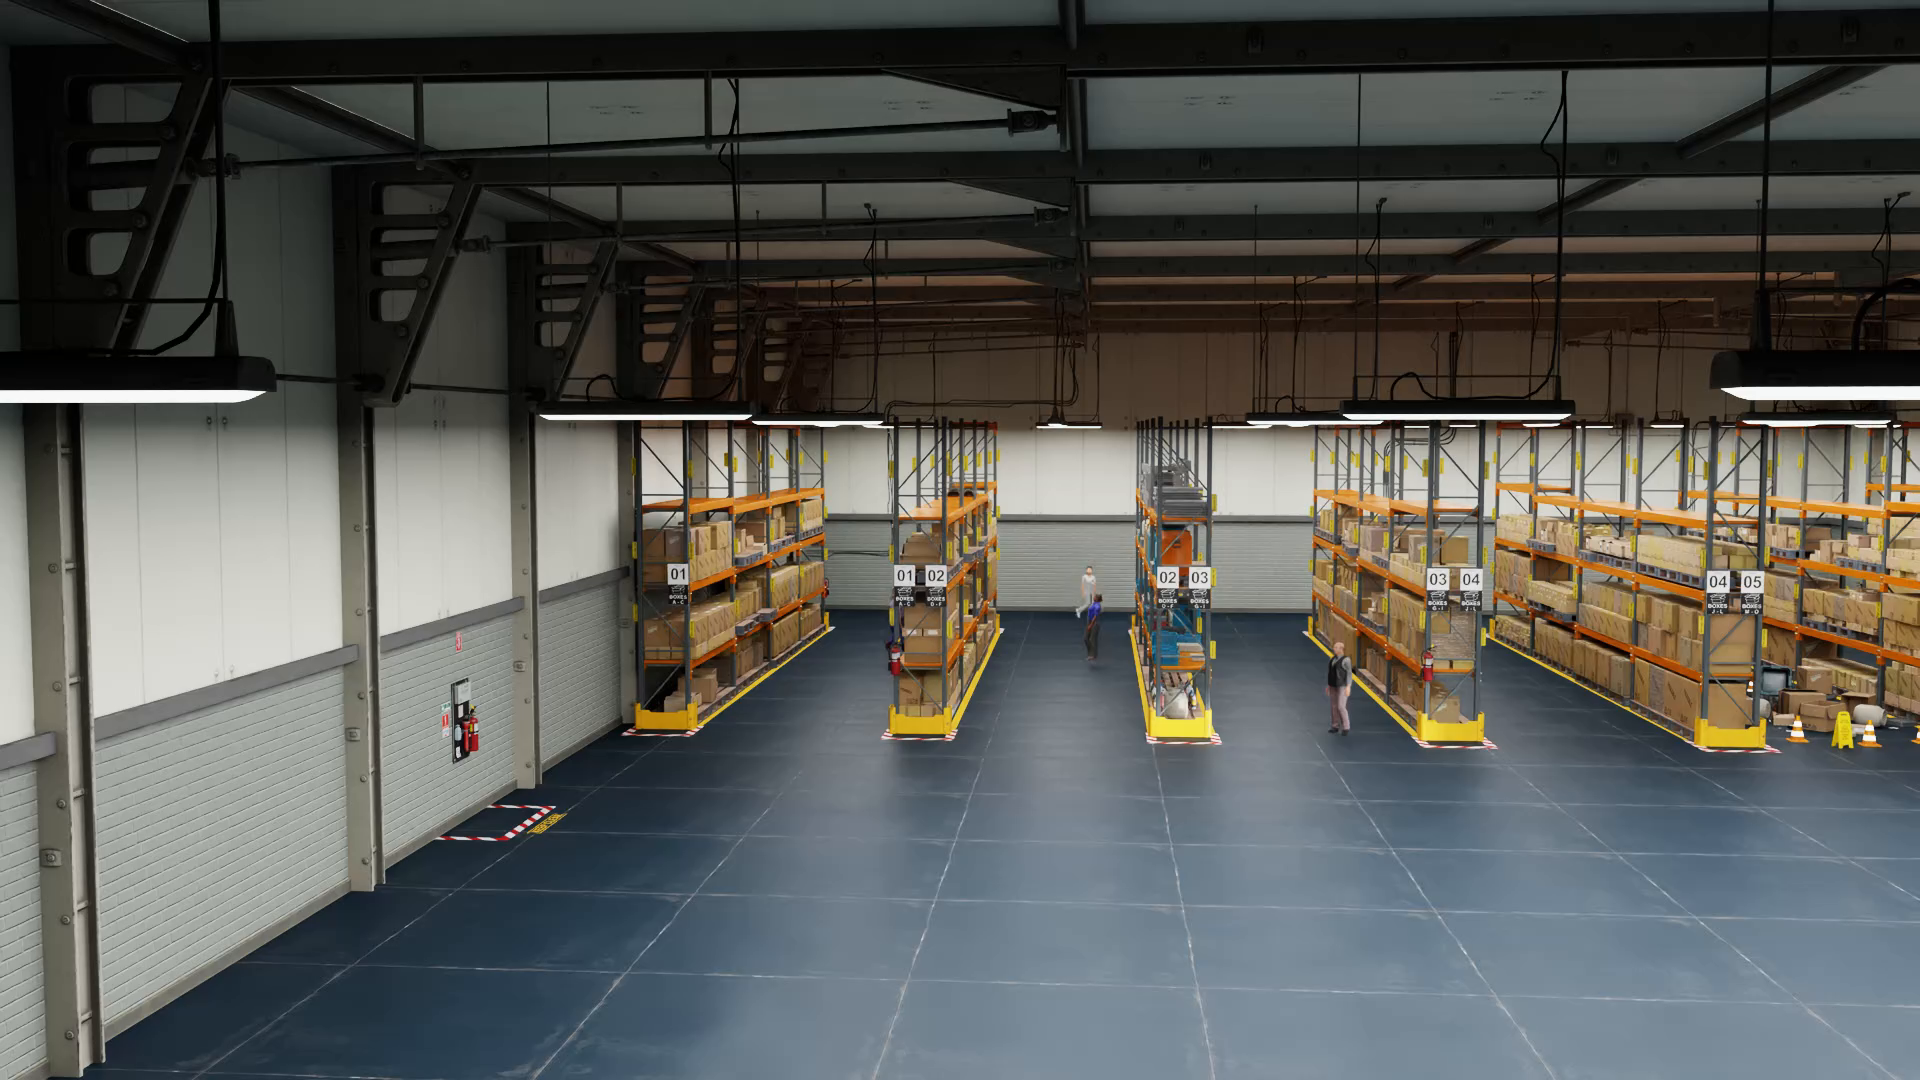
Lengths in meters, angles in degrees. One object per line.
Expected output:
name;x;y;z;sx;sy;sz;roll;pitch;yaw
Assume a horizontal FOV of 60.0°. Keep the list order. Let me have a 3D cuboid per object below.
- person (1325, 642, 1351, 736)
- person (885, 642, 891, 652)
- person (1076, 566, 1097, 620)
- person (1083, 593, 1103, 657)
person;7.154;2.818;31.473;0.368;1.762;0.557;-2;4;-27
person;-1.545;2.705;41.968;0.786;0.413;0.220;-3;5;-35
person;3.842;1.610;50.207;0.627;1.653;0.449;3;5;41
person;3.245;2.087;40.733;0.461;1.575;0.476;-1;4;-21
